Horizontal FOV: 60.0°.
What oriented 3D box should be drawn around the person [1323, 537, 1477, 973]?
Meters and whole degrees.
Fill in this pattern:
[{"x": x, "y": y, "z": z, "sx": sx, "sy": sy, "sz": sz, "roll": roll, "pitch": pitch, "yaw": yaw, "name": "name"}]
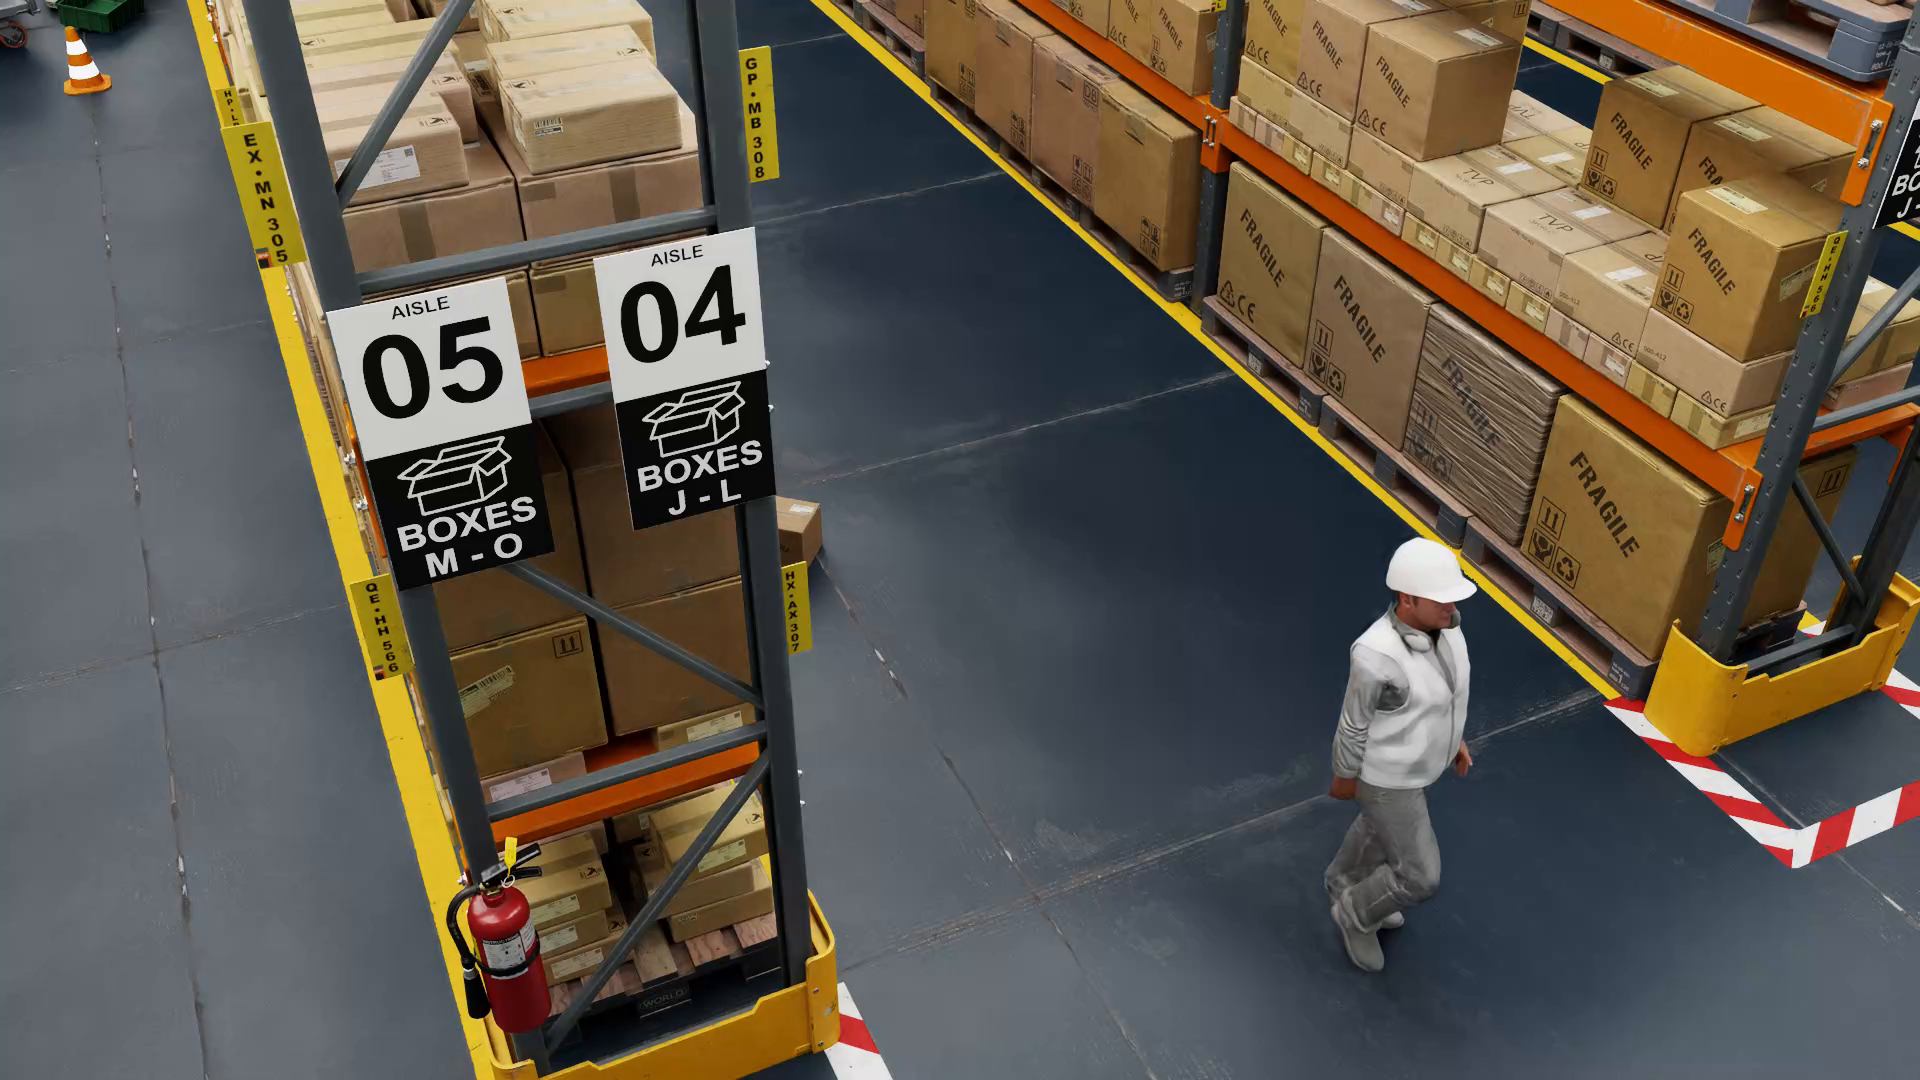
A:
[{"x": 1.573, "y": 0.782, "z": 5.792, "sx": 0.483, "sy": 1.810, "sz": 0.539, "roll": 27, "pitch": 45, "yaw": 31, "name": "person"}]
